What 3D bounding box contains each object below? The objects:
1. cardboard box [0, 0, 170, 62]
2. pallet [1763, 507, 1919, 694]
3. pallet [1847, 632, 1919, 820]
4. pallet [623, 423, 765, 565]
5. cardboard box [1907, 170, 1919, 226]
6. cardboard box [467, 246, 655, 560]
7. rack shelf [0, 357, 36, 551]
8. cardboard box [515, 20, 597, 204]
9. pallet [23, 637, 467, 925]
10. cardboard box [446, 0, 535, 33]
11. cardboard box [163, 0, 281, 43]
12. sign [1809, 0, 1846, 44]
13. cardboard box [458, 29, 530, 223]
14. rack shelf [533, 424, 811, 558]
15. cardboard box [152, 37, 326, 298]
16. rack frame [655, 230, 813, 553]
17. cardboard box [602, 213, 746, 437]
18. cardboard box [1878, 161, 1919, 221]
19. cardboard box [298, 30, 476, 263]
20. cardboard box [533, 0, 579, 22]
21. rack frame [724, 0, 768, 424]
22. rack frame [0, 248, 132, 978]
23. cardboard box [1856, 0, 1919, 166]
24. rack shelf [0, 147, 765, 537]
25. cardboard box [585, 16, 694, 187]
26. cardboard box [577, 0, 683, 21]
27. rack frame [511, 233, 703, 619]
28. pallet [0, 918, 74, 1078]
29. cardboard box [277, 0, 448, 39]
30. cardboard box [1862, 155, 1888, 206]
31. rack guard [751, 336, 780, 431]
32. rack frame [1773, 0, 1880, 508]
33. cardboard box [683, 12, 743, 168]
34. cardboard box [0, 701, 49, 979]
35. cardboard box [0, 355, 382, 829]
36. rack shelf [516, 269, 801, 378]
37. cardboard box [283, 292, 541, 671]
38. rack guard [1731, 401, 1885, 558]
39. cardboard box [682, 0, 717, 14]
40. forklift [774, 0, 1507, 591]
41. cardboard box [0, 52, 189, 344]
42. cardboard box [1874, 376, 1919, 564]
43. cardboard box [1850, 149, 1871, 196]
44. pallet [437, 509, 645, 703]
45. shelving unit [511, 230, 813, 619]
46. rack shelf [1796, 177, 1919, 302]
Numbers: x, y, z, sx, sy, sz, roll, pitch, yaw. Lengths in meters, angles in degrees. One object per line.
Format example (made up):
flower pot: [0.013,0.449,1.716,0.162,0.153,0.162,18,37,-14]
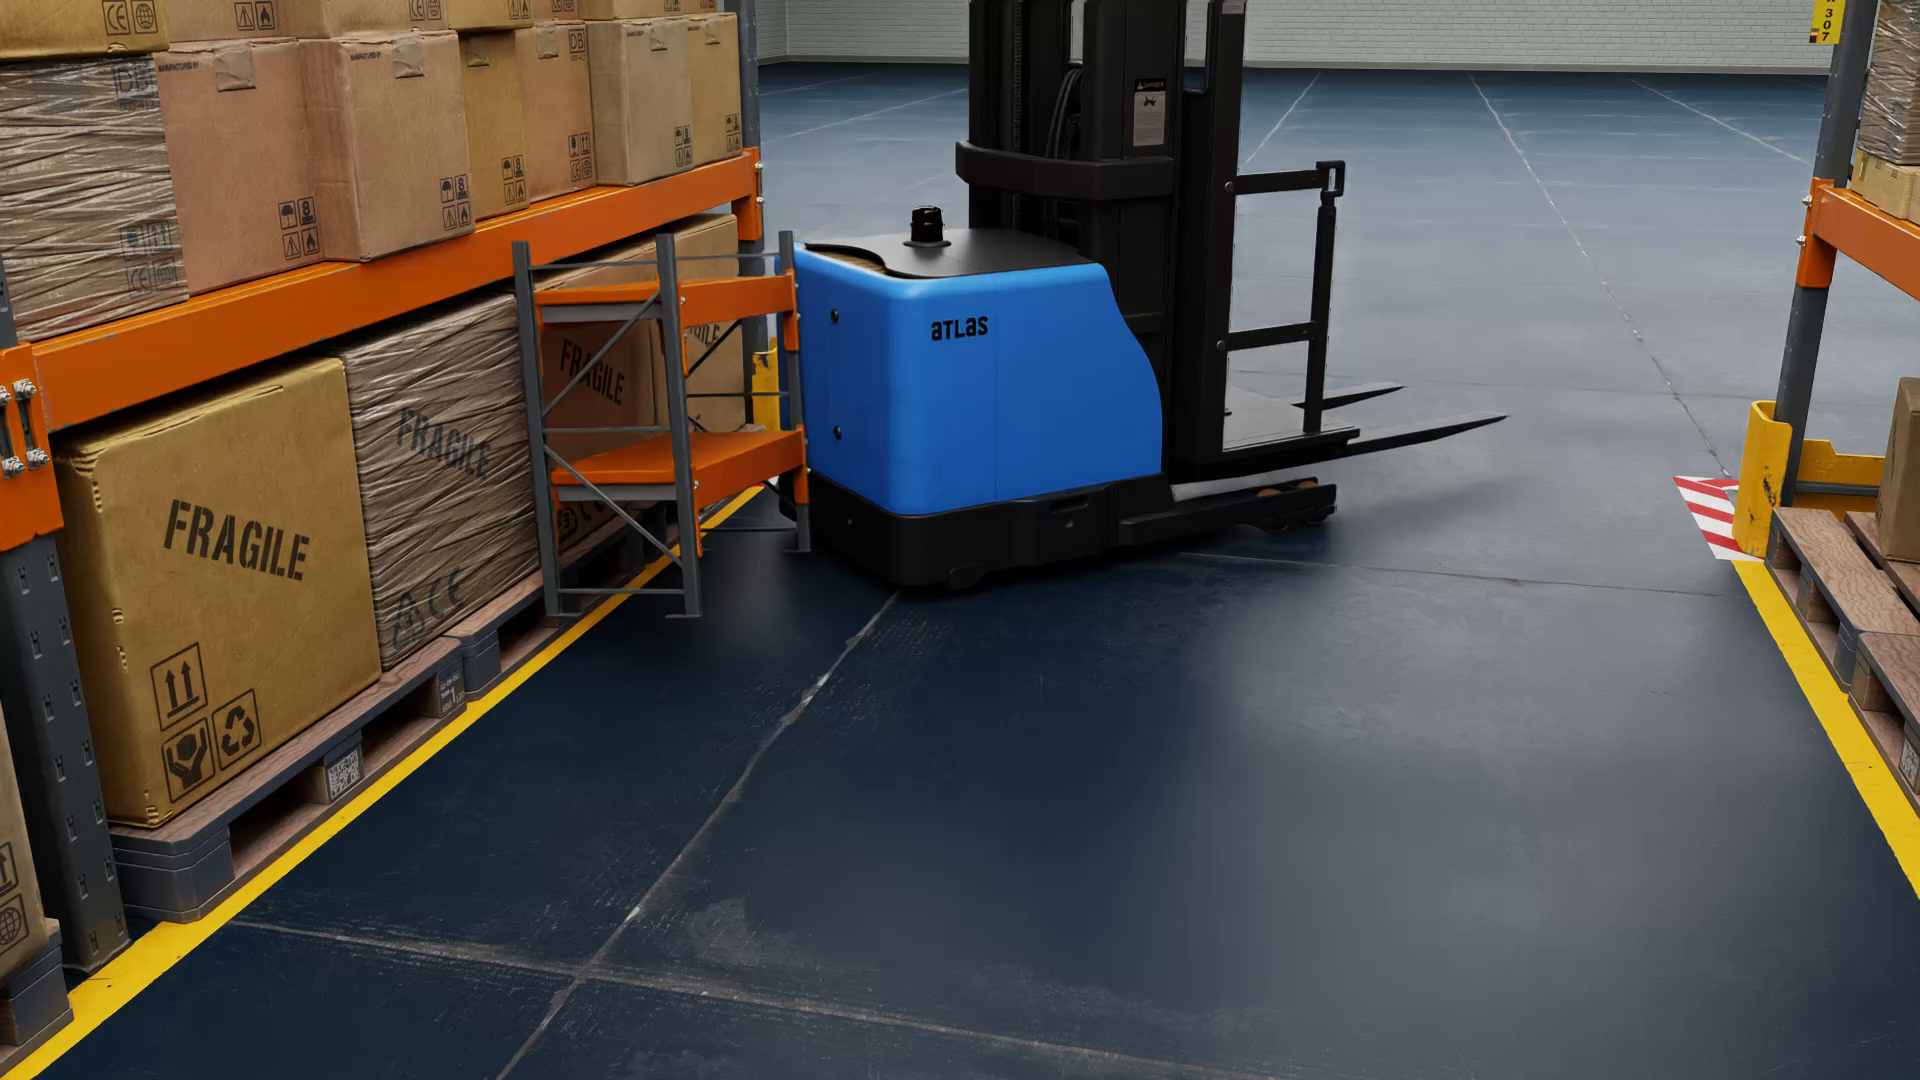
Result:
cardboard box: [-2.173,-1.254,3.315,0.875,0.550,0.550,5,19,13]
pallet: [3.214,0.206,5.258,1.003,0.211,1.213,5,19,13]
pallet: [2.914,0.587,4.142,1.003,0.211,1.213,5,19,13]
pallet: [-1.439,-0.236,6.553,1.003,0.211,1.213,5,19,13]
cardboard box: [2.968,-0.966,4.763,0.380,0.149,0.250,5,19,13]
cardboard box: [-1.634,-0.512,5.684,0.875,0.875,0.875,4,19,13]
rack shelf: [-2.786,0.408,1.464,1.077,0.370,4.000,5,19,13]
cardboard box: [-1.738,-1.424,5.484,0.875,0.550,0.550,5,19,13]
pallet: [-2.035,0.529,4.314,1.003,0.211,1.213,5,19,13]
cardboard box: [-1.765,-1.761,4.798,0.875,0.550,0.500,5,19,13]
cardboard box: [-2.152,-1.435,3.847,0.875,0.550,0.550,5,19,13]
sign: [2.939,-1.842,5.600,0.100,0.325,0.005,5,19,13]
cardboard box: [-1.828,-1.255,4.988,0.875,0.550,0.500,5,19,13]
rack shelf: [-0.906,-0.176,5.435,0.538,0.278,1.000,0,11,14]
cardboard box: [-2.106,-0.921,4.010,0.875,0.550,0.550,5,19,13]
rack frame: [-0.796,-0.511,5.876,0.500,1.125,0.032,0,11,14]
cardboard box: [-1.421,-0.788,6.492,0.875,0.875,0.875,5,19,14]
cardboard box: [3.009,-1.046,4.997,0.380,0.149,0.250,5,19,13]
cardboard box: [-1.860,-1.081,4.478,0.875,0.550,0.550,5,19,13]
cardboard box: [-1.761,-1.937,5.315,0.875,0.550,0.550,5,19,13]
rack frame: [-1.320,-1.813,6.854,1.000,3.000,0.127,5,19,13]
rack frame: [-2.297,-0.559,3.183,1.000,3.000,0.127,5,19,13]
cardboard box: [3.304,-1.407,5.052,0.875,0.500,0.500,5,19,13]
rack shelf: [-1.808,-0.845,5.135,1.077,0.370,4.000,5,19,13]
cardboard box: [-1.480,-1.590,5.969,0.875,0.550,0.550,5,19,13]
cardboard box: [-1.493,-2.102,5.797,0.875,0.550,0.550,5,19,13]
rack frame: [-1.038,-0.322,4.907,0.500,1.125,0.032,0,11,14]
pallet: [-2.412,1.008,2.908,1.003,0.211,1.213,5,19,13]
cardboard box: [-1.887,-1.594,4.310,0.875,0.550,0.550,5,19,13]
cardboard box: [3.085,-1.123,5.223,0.380,0.149,0.250,5,19,13]
rack guard: [-1.314,-0.637,7.280,1.175,0.500,0.348,5,19,13]
rack frame: [3.465,-1.389,5.614,1.000,3.000,0.127,5,19,13]
cardboard box: [-1.366,-1.764,6.479,0.875,0.550,0.550,5,19,13]
cardboard box: [-2.361,0.509,2.888,1.050,0.750,0.750,5,19,13]
cardboard box: [-2.075,0.056,4.020,0.875,0.875,0.875,5,19,14]
rack shelf: [-0.931,-0.704,5.338,0.538,0.278,1.000,0,11,14]
cardboard box: [-1.859,-0.227,4.848,0.875,0.875,0.875,5,19,14]
rack guard: [3.447,-0.183,5.948,1.175,0.500,0.348,5,19,13]
cardboard box: [-1.448,-2.281,6.323,0.875,0.550,0.550,5,19,13]
forklift: [0.847,-1.548,6.186,3.031,2.935,1.130,-11,22,-29]
cardboard box: [-2.218,-0.746,3.500,0.875,0.550,0.550,5,19,13]
cardboard box: [3.297,-0.211,5.381,0.500,0.500,0.500,9,21,23]
cardboard box: [3.165,-1.200,5.448,0.380,0.149,0.250,5,19,13]
pallet: [-1.739,0.145,5.437,1.003,0.211,1.213,5,19,13]
shelving unit: [-0.917,-0.416,5.391,0.538,1.125,1.048,0,11,14]
rack shelf: [2.977,-0.422,3.895,1.077,0.370,4.000,5,19,13]
